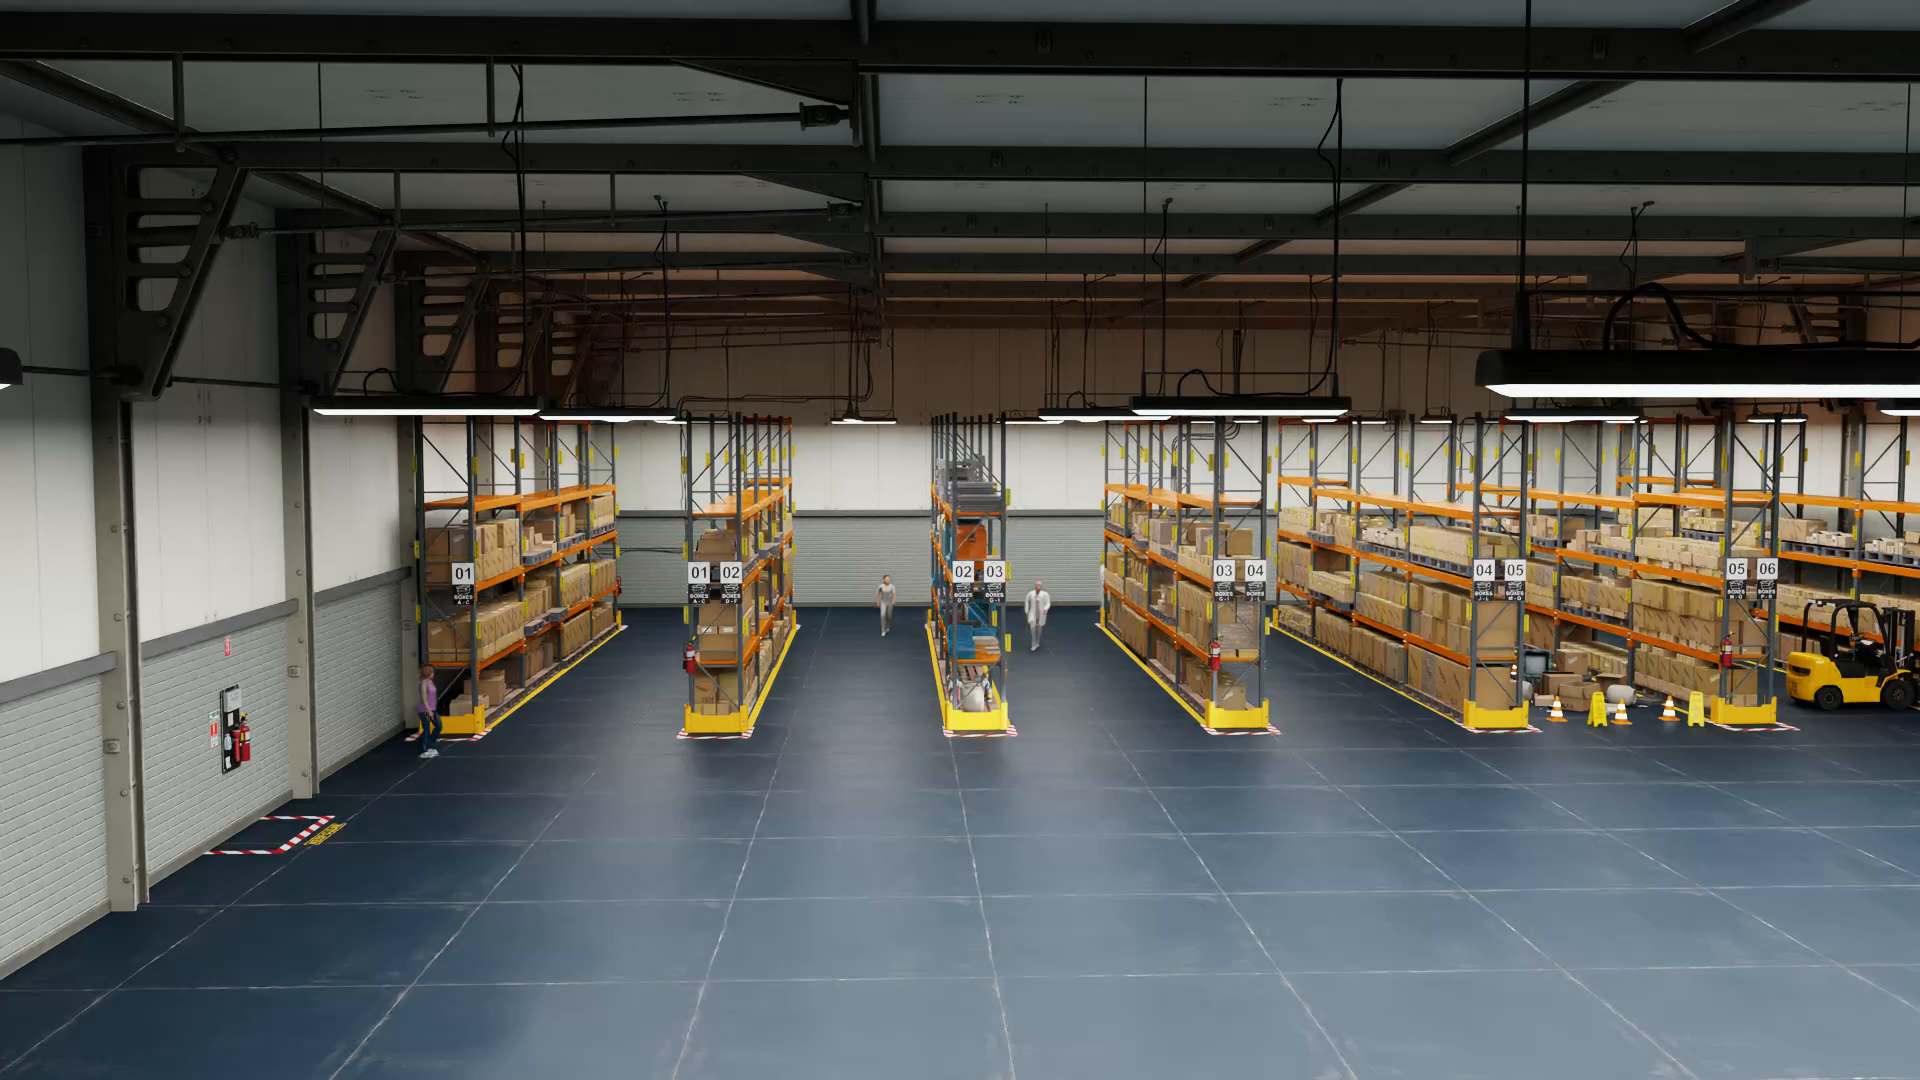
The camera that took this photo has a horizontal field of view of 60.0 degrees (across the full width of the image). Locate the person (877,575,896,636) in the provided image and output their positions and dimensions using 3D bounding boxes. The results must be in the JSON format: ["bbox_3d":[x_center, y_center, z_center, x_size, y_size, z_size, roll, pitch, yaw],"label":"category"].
[{"bbox_3d":[-2.040,1.798,45.955,0.529,1.672,0.932,0,4,-2],"label":"person"}]

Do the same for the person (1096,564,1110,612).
[{"bbox_3d":[4.561,1.346,51.272,0.726,1.756,0.539,-2,4,-22],"label":"person"}]

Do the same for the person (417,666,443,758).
[{"bbox_3d":[-9.188,2.985,28.776,0.428,1.616,0.466,1,4,13],"label":"person"}]

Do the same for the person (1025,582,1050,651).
[{"bbox_3d":[2.007,1.977,42.905,0.627,1.813,0.938,0,4,-2],"label":"person"}]
